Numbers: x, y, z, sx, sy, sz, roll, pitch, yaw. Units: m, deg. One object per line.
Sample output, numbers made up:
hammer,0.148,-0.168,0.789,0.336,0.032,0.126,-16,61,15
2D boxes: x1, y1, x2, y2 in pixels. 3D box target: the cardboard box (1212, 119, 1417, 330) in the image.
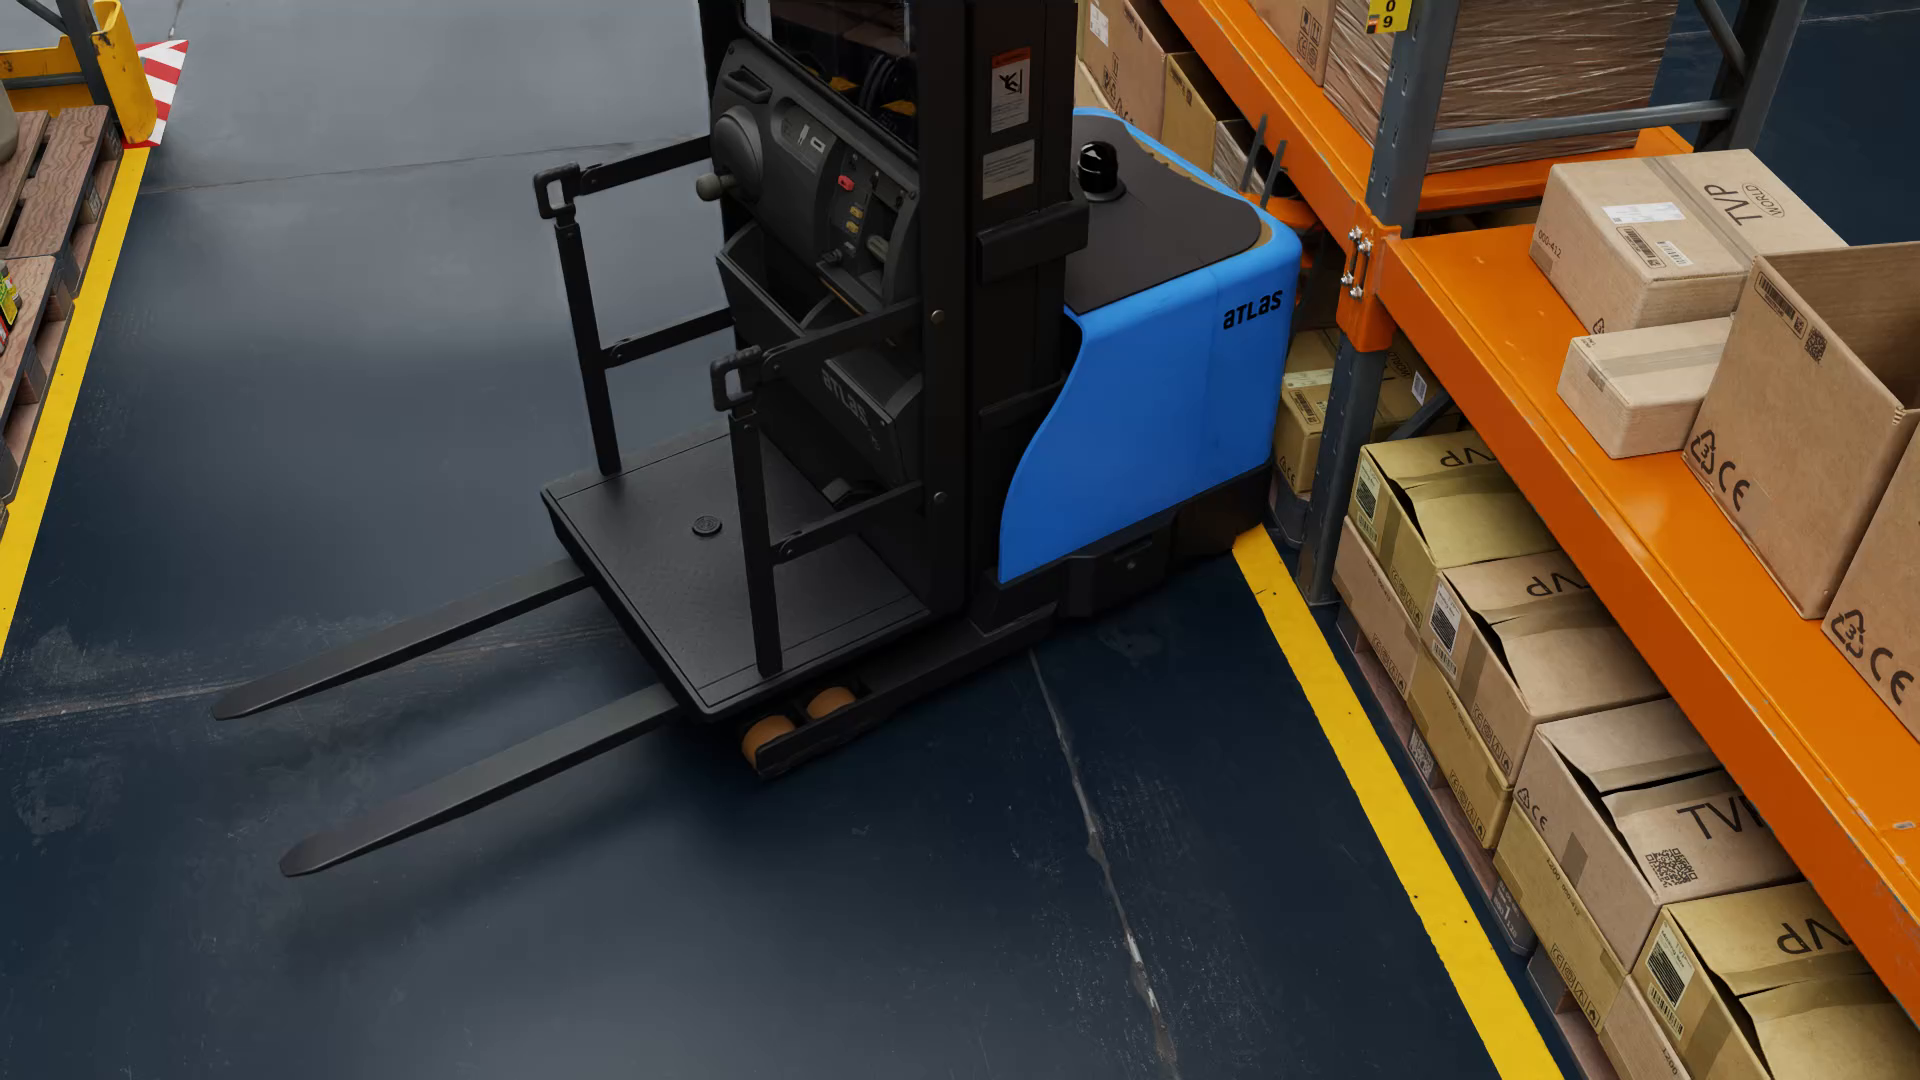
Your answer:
cardboard box,1.117,-1.029,5.340,0.500,0.500,0.500,-8,42,-9

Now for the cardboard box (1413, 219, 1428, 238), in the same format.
cardboard box,1.617,-1.103,5.423,0.500,0.500,0.500,-8,42,-9

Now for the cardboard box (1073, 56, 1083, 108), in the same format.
cardboard box,0.674,-2.043,7.047,0.500,0.250,0.500,-8,42,-9

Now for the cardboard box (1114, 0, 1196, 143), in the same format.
cardboard box,0.883,-1.675,6.067,0.500,0.500,0.500,-8,42,-9

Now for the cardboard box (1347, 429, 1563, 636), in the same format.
cardboard box,1.373,-0.060,4.390,0.500,0.311,0.500,-8,42,-9

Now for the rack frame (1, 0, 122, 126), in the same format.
rack frame,-4.174,-2.910,6.269,1.000,3.000,0.127,-8,42,-9

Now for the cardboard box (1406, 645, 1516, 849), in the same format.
cardboard box,1.481,0.475,4.210,0.500,0.250,0.500,-7,42,-8

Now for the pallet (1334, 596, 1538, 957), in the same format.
pallet,1.724,0.490,4.539,1.003,0.211,1.213,-8,42,-9

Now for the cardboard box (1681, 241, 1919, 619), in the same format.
cardboard box,1.791,-0.221,3.164,0.500,0.500,0.500,-6,42,-6

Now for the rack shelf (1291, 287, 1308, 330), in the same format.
rack shelf,0.894,-0.736,5.016,0.258,0.103,0.180,5,35,-13

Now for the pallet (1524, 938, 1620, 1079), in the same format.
pallet,1.991,1.282,3.646,1.003,0.211,1.213,-8,42,-9

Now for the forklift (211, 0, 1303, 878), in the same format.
forklift,-0.545,-0.857,4.008,3.031,2.935,1.130,-24,47,-24

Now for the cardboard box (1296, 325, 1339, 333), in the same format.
cardboard box,1.115,-0.748,5.589,0.500,0.250,0.500,-8,42,-9

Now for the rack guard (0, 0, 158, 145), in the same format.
rack guard,-4.111,-1.933,7.051,1.175,0.500,0.348,-8,42,-9

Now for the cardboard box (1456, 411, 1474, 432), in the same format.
cardboard box,1.723,-0.498,5.306,0.500,0.250,0.500,-8,42,-9

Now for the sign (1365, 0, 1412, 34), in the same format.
sign,0.985,-1.298,3.741,0.100,0.325,0.005,-8,42,-9

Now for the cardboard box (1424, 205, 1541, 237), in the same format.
cardboard box,1.733,-0.780,5.059,0.500,0.500,0.500,-8,42,-9

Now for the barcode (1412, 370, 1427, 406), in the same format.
barcode,1.176,-0.389,4.257,0.001,0.075,0.075,-8,42,-9

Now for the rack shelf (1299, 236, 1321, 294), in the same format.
rack shelf,0.917,-0.832,4.949,0.258,0.103,0.180,5,35,-13

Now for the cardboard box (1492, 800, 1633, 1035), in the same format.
cardboard box,1.596,0.810,3.833,0.500,0.250,0.500,-10,42,-11

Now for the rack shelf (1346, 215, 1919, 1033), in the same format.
rack shelf,1.959,0.541,2.923,1.077,0.370,4.000,-8,42,-9

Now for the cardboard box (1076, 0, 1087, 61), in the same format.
cardboard box,0.672,-2.324,6.798,0.500,0.500,0.500,-8,42,-9

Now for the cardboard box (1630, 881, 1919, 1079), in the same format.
cardboard box,1.706,0.937,3.268,0.500,0.311,0.500,-7,42,-8

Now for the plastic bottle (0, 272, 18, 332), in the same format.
plastic bottle,-3.306,-0.858,5.672,0.061,0.283,0.133,-7,42,-8

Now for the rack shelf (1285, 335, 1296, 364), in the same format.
rack shelf,0.870,-0.639,5.084,0.258,0.103,0.180,5,35,-13

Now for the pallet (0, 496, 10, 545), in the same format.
pallet,-3.415,0.284,4.771,1.003,0.211,1.213,-8,42,-9

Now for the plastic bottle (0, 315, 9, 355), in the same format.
plastic bottle,-3.322,-0.761,5.569,0.152,0.276,0.135,-8,42,-9

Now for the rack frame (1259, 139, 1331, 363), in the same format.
rack frame,0.891,-0.621,4.986,0.240,1.200,0.006,5,35,-13

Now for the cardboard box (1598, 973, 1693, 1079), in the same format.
cardboard box,1.705,1.140,3.461,0.500,0.250,0.500,-8,42,-8

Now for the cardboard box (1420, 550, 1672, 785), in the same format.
cardboard box,1.476,0.265,4.024,0.500,0.311,0.500,-9,42,-10

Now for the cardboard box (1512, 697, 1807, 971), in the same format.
cardboard box,1.589,0.601,3.646,0.500,0.311,0.500,-10,43,-11

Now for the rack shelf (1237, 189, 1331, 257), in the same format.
rack shelf,0.941,-0.928,4.881,0.258,0.103,0.180,5,35,-13

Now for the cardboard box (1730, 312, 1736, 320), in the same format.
cardboard box,1.896,-0.431,3.577,0.396,0.266,0.258,-9,42,-10

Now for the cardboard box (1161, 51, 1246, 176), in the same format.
cardboard box,1.005,-1.353,5.704,0.500,0.500,0.500,-8,42,-9

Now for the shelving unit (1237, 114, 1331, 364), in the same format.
shelving unit,0.879,-0.675,5.059,0.258,1.200,0.189,5,35,-13

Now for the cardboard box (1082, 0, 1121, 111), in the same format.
cardboard box,0.792,-2.001,6.435,0.500,0.500,0.500,-8,42,-9

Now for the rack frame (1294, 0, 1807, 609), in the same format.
rack frame,1.527,-1.025,4.145,1.000,3.000,0.127,-8,42,-9

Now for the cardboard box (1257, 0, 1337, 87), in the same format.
cardboard box,1.305,-1.690,4.819,0.700,0.500,0.500,-9,42,-10

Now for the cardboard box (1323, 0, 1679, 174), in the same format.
cardboard box,1.425,-1.349,4.435,0.700,0.500,0.500,-9,42,-10

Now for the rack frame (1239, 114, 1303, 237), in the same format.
rack frame,0.868,-0.729,5.132,0.240,1.200,0.006,5,35,-13

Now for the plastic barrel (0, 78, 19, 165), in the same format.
plastic barrel,-3.957,-1.721,6.487,0.421,0.512,0.421,0,42,0

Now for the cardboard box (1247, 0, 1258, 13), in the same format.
cardboard box,1.200,-2.016,5.186,0.700,0.500,0.500,-8,42,-9

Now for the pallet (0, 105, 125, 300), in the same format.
pallet,-3.941,-1.298,6.553,1.003,0.211,1.213,-8,42,-9

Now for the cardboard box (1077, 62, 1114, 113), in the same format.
cardboard box,0.781,-1.719,6.682,0.500,0.250,0.500,-8,42,-9

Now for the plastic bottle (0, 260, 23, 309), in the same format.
plastic bottle,-3.349,-0.901,5.782,0.097,0.201,0.097,0,42,0

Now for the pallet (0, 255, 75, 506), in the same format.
pallet,-3.681,-0.508,5.664,1.003,0.211,1.213,-8,42,-9

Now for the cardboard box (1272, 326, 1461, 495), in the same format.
cardboard box,1.214,-0.423,5.222,0.500,0.250,0.500,-8,42,-9

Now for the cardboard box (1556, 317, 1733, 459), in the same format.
cardboard box,1.519,-0.327,3.548,0.380,0.149,0.250,-8,42,-9

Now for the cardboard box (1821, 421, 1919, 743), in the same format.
cardboard box,1.899,0.104,2.798,0.500,0.500,0.500,-8,42,-9

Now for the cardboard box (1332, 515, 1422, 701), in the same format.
cardboard box,1.372,0.143,4.584,0.500,0.250,0.500,-9,42,-10

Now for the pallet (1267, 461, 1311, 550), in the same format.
pallet,1.396,-0.504,5.658,1.003,0.211,1.213,-8,42,-9

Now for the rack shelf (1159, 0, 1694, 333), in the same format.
rack shelf,1.095,-2.052,5.844,1.077,0.370,4.000,-8,42,-9

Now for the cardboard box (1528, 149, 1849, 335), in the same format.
cardboard box,1.676,-0.656,3.842,0.500,0.250,0.500,-6,42,-7
